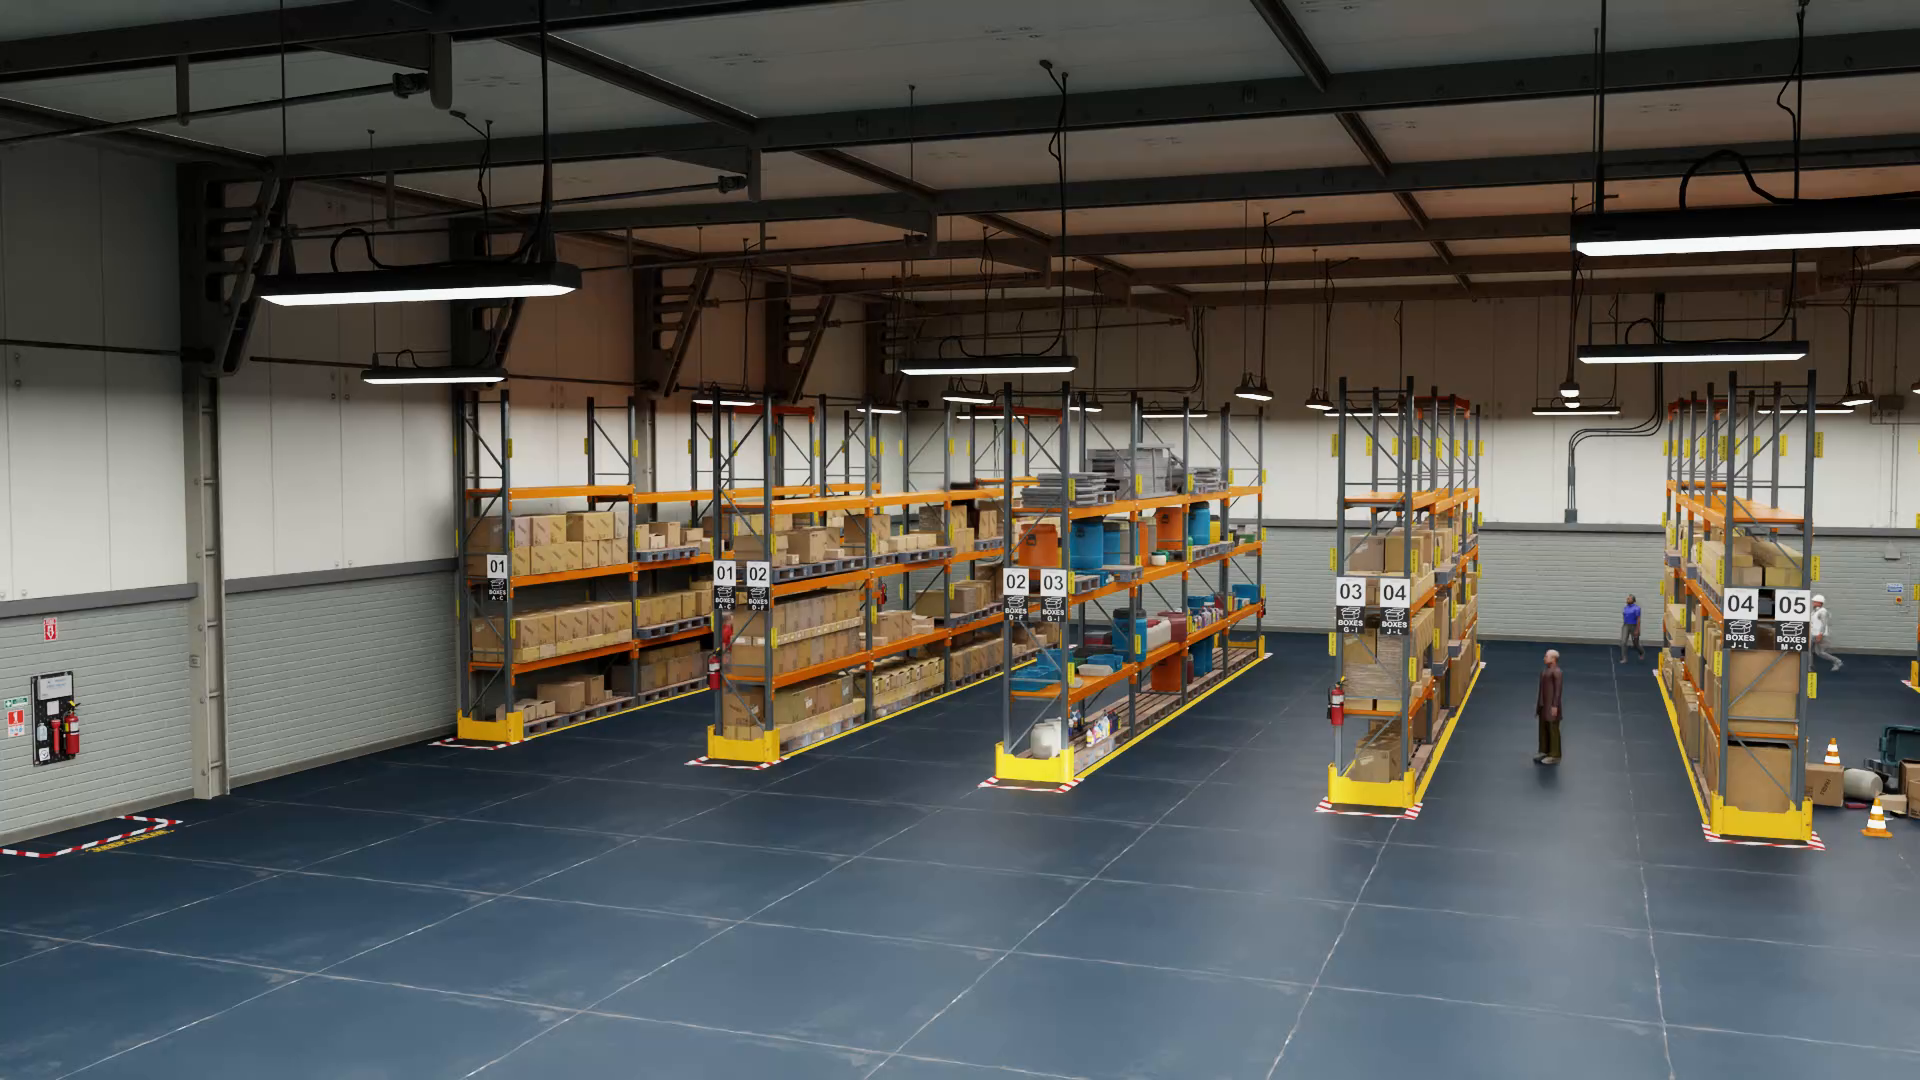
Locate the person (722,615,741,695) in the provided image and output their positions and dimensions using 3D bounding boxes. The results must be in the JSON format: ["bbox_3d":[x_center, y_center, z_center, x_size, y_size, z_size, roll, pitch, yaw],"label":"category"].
[{"bbox_3d":[-4.503,2.357,32.817,0.449,1.768,0.627,1,3,19],"label":"person"}]

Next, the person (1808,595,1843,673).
[{"bbox_3d":[19.113,2.090,36.937,0.856,1.739,0.567,1,3,13],"label":"person"}]

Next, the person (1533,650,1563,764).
[{"bbox_3d":[9.375,2.643,26.515,0.407,1.788,0.613,-1,3,-10],"label":"person"}]

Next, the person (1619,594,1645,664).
[{"bbox_3d":[15.585,2.059,38.596,0.470,1.615,0.845,3,4,42],"label":"person"}]
